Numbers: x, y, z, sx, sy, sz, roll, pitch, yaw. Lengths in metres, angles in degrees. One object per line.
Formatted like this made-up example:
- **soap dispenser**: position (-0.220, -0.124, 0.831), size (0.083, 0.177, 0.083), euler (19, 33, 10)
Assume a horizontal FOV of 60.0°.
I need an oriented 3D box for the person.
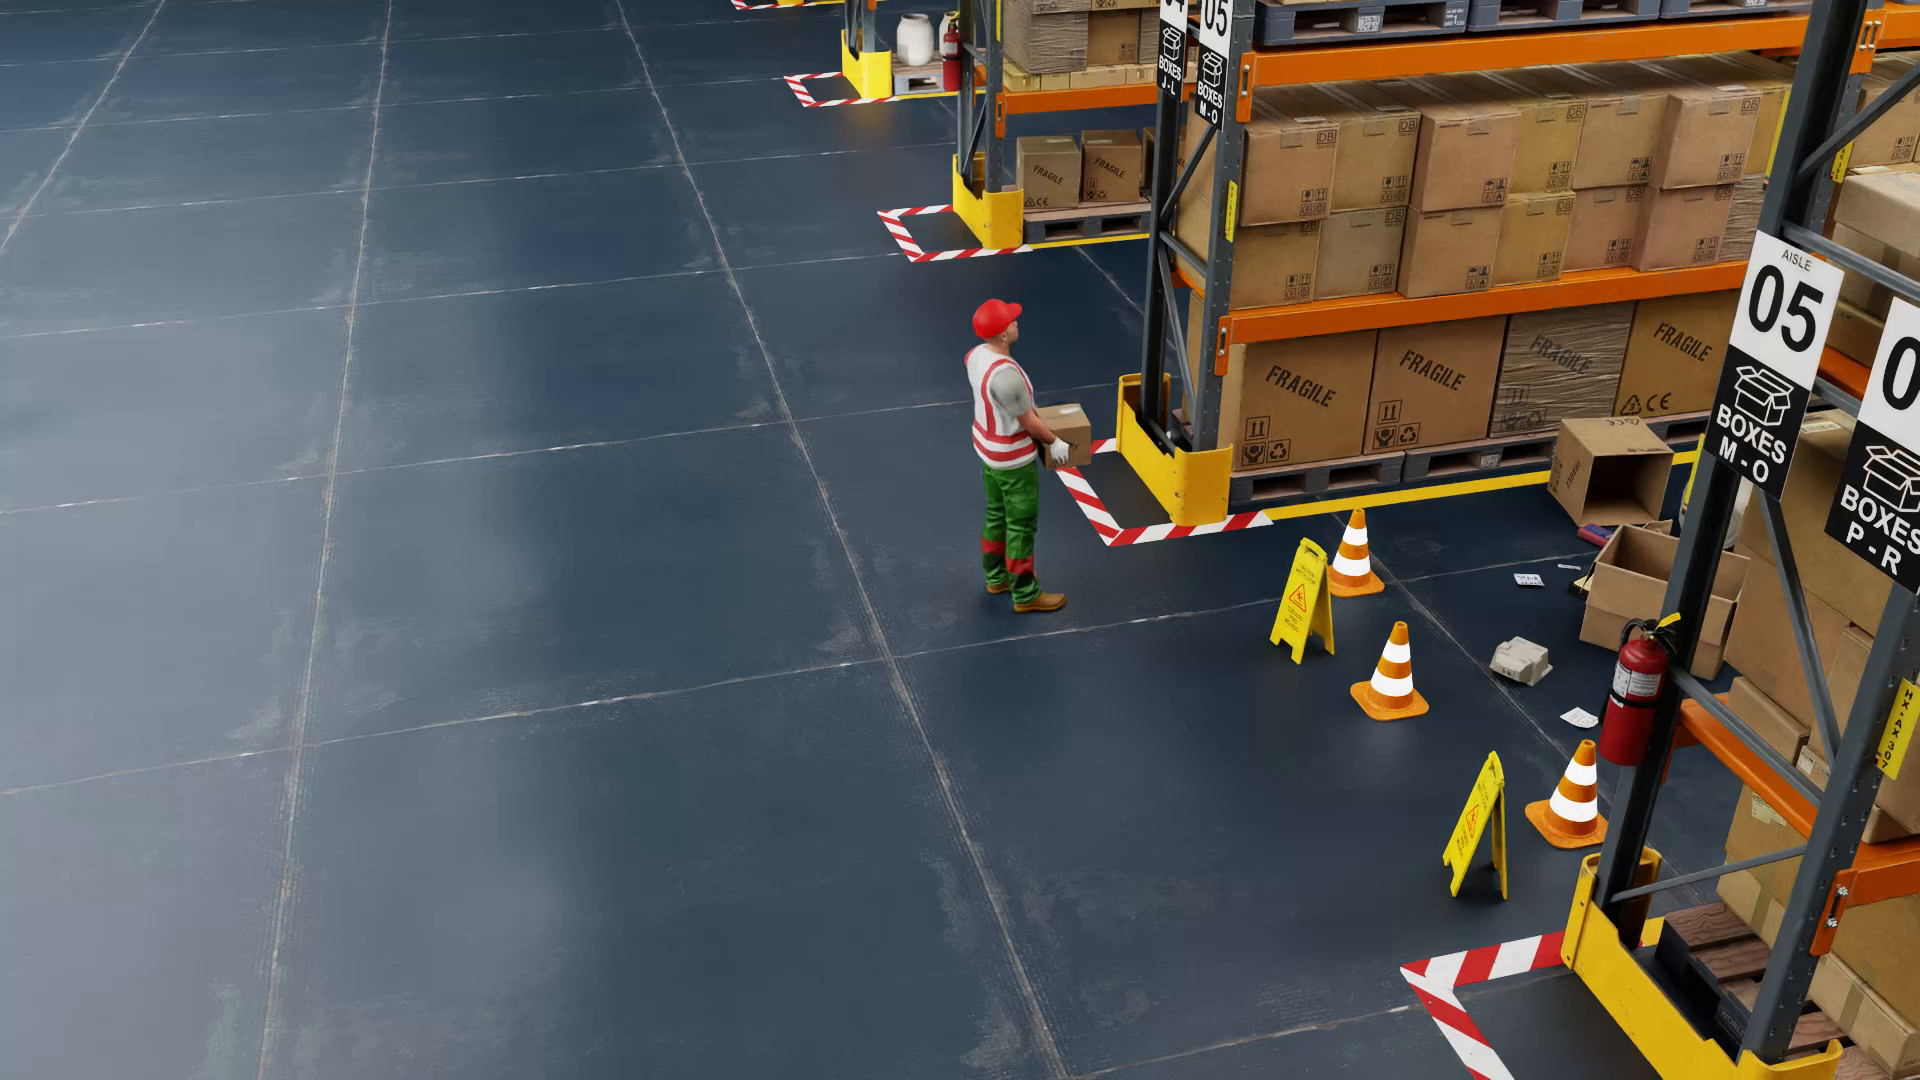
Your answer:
- **person**: position (0.324, -0.476, 9.037), size (0.538, 1.793, 0.536), euler (-11, 32, -18)
